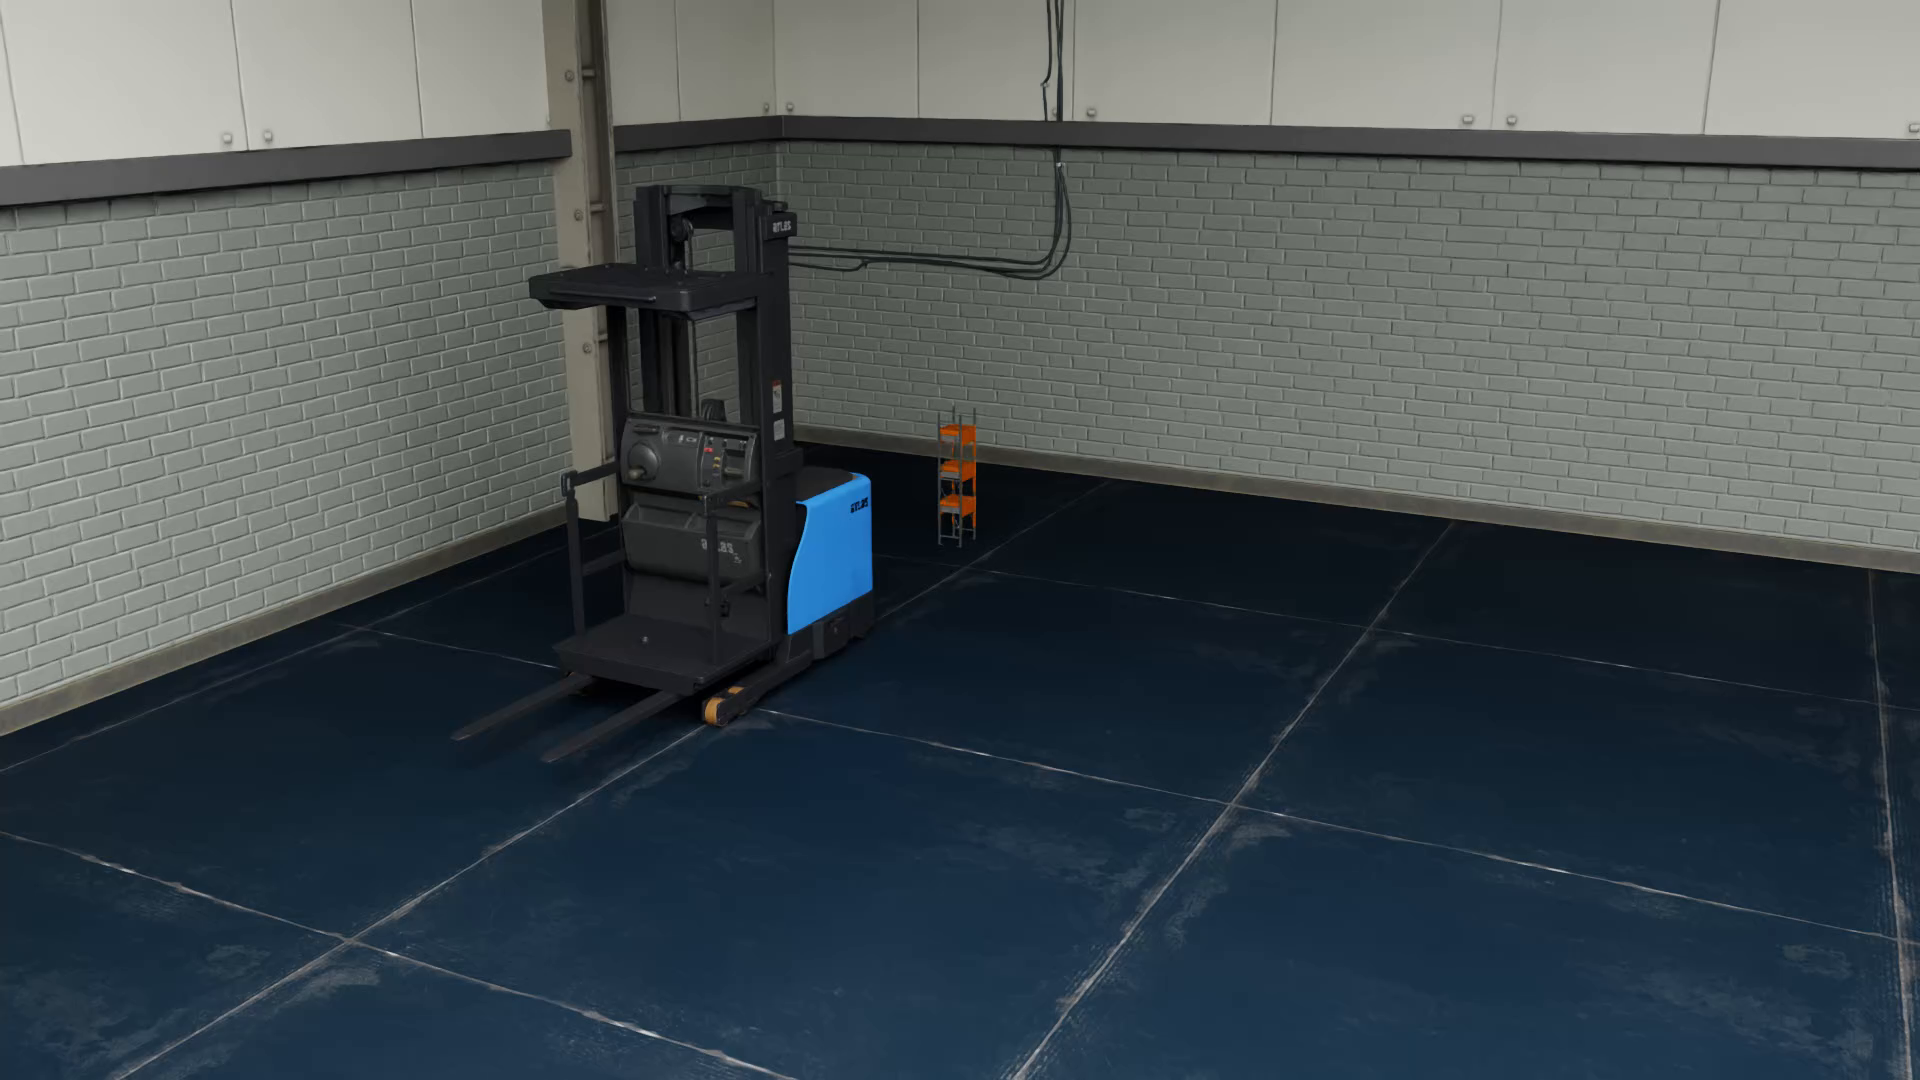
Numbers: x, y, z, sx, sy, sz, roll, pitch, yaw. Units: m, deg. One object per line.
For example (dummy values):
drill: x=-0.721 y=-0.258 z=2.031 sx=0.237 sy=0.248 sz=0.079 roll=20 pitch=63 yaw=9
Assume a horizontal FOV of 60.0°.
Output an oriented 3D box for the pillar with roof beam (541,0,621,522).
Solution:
pillar with roof beam: x=0.923 y=-3.984 z=10.633 sx=9.100 sy=9.000 sz=0.400 roll=8 pitch=18 yaw=25

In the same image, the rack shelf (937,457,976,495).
rack shelf: x=-0.024 y=-0.479 z=12.832 sx=0.215 sy=0.259 sz=0.240 roll=8 pitch=18 yaw=25

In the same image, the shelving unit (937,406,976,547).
shelving unit: x=-0.024 y=-0.490 z=12.829 sx=0.215 sy=1.050 sz=0.252 roll=8 pitch=18 yaw=25

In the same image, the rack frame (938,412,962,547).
rack frame: x=-0.078 y=-0.459 z=12.724 sx=0.200 sy=1.050 sz=0.008 roll=8 pitch=18 yaw=25

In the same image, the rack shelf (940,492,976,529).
rack shelf: x=-0.024 y=-0.213 z=12.911 sx=0.215 sy=0.259 sz=0.240 roll=8 pitch=18 yaw=25

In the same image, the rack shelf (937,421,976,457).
rack shelf: x=-0.024 y=-0.752 z=12.751 sx=0.215 sy=0.259 sz=0.240 roll=8 pitch=18 yaw=25

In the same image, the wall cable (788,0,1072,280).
wall cable: x=-0.429 y=-3.625 z=14.879 sx=3.097 sy=2.526 sz=0.112 roll=8 pitch=18 yaw=25

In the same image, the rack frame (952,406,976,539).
rack frame: x=0.031 y=-0.521 z=12.934 sx=0.200 sy=1.050 sz=0.008 roll=8 pitch=18 yaw=25

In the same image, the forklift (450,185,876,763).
forklift: x=-1.685 y=-0.489 z=9.524 sx=1.130 sy=2.935 sz=3.031 roll=8 pitch=19 yaw=26
